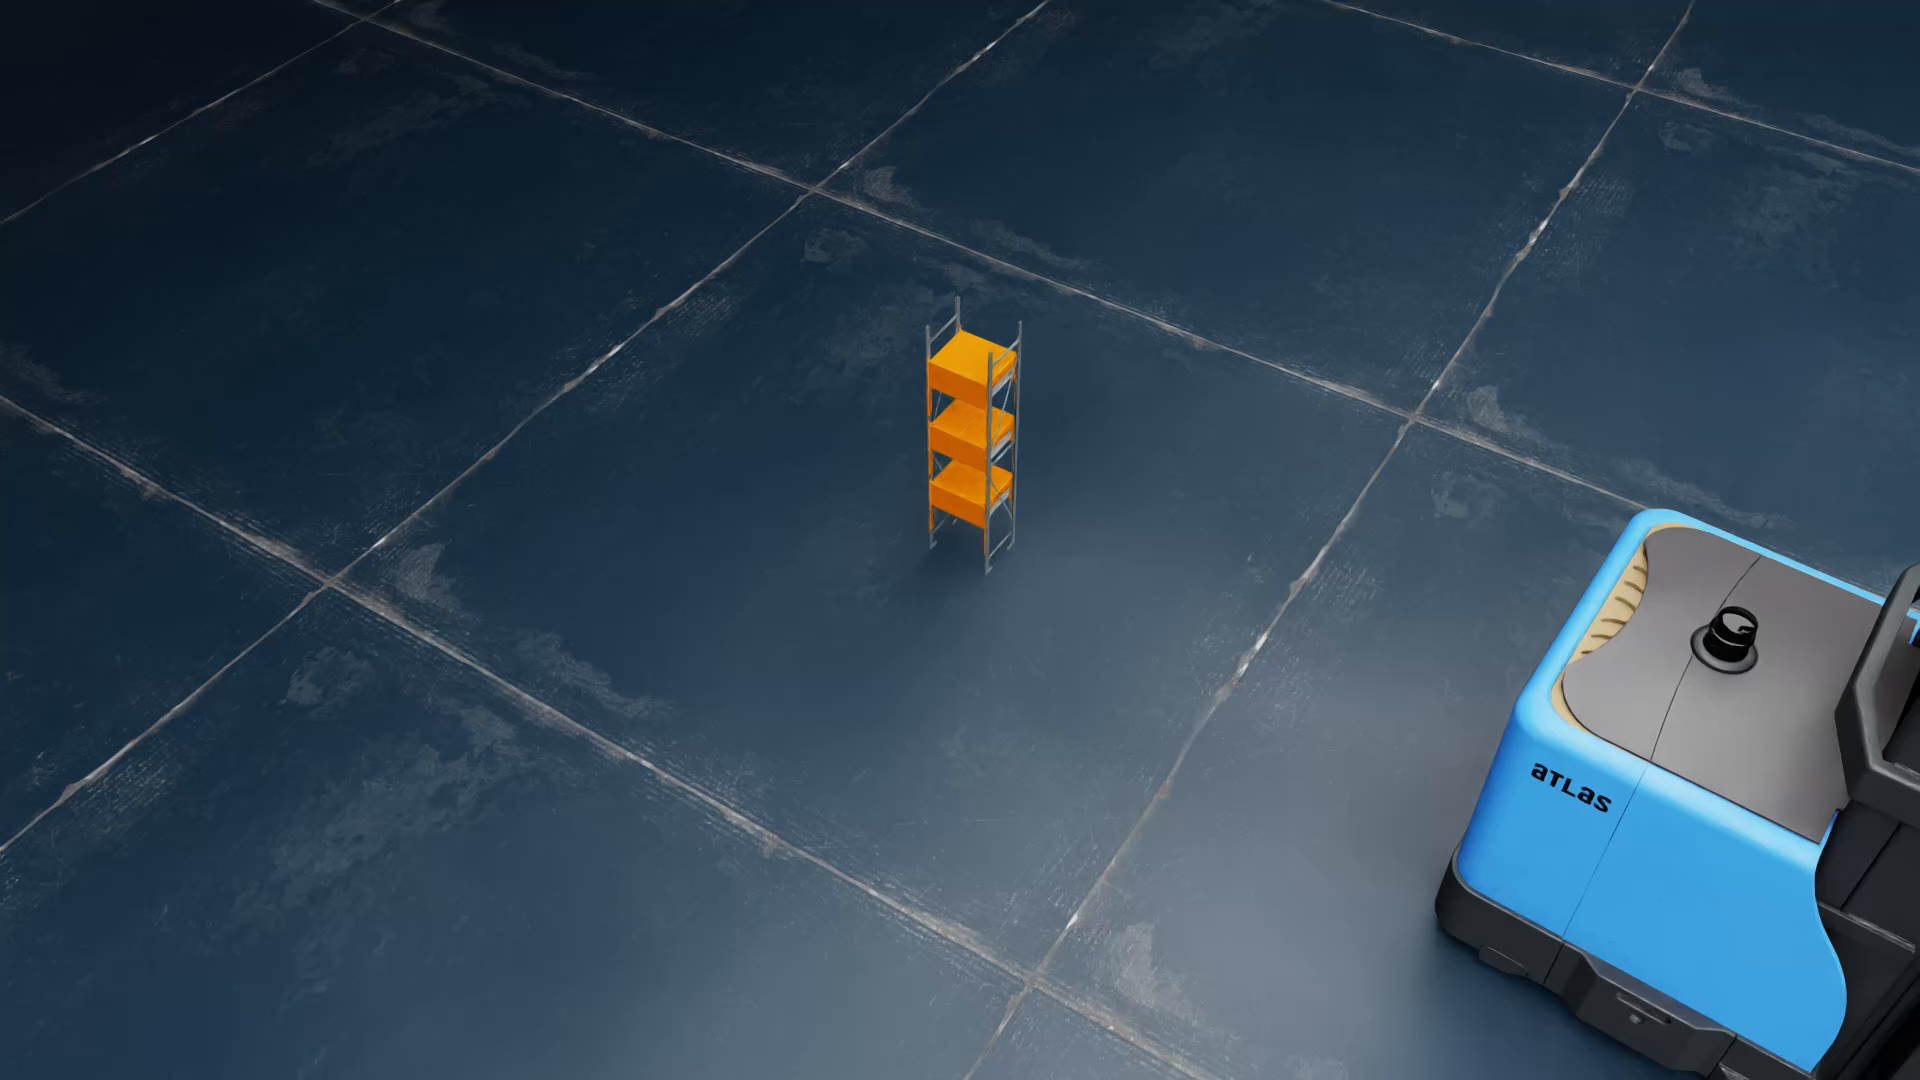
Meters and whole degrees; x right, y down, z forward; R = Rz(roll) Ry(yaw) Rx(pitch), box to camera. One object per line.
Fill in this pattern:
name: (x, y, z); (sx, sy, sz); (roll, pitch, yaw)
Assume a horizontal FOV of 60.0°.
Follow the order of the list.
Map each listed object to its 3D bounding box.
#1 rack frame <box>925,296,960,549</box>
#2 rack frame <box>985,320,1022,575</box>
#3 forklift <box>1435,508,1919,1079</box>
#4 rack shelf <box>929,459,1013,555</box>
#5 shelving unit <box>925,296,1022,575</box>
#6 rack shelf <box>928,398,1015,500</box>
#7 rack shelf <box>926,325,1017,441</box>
rack frame: (-0.058, -0.392, 5.899); (0.008, 1.050, 0.200); (25, 51, 22)
rack frame: (0.148, -0.298, 5.807); (0.008, 1.050, 0.200); (25, 51, 22)
forklift: (2.934, 0.512, 3.709); (3.031, 2.935, 1.130); (28, 52, 24)
rack shelf: (0.045, -0.144, 6.060); (0.240, 0.259, 0.215); (25, 51, 22)
shelving unit: (0.045, -0.345, 5.853); (0.252, 1.050, 0.215); (25, 51, 22)
rack shelf: (0.045, -0.338, 5.861); (0.240, 0.259, 0.215); (25, 51, 22)
rack shelf: (0.045, -0.536, 5.657); (0.240, 0.259, 0.215); (25, 51, 22)
